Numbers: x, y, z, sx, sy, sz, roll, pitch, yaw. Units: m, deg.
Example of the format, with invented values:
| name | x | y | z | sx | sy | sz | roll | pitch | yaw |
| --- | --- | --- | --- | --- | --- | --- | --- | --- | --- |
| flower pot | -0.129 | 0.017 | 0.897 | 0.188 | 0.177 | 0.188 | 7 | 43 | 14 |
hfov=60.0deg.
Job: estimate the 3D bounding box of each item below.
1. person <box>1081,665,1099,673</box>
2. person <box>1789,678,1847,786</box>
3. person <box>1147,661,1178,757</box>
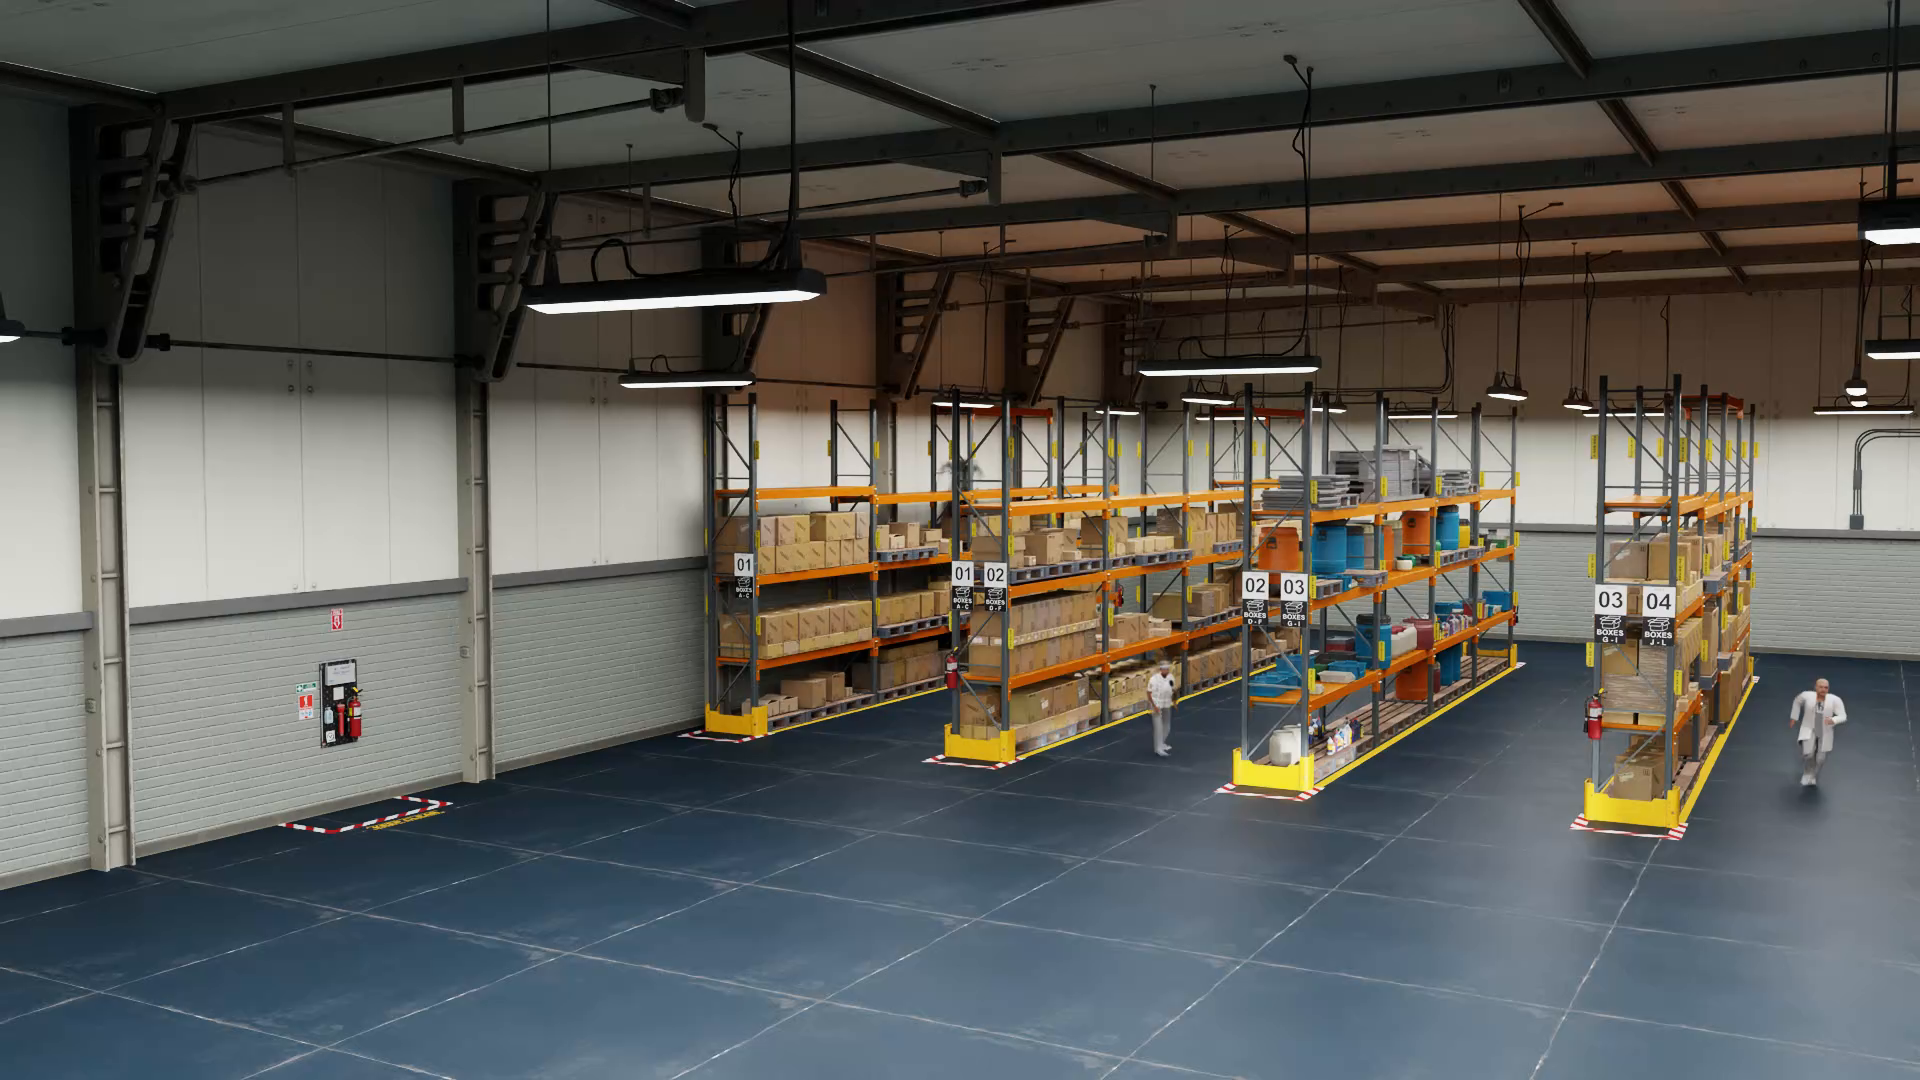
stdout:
| name | x | y | z | sx | sy | sz | roll | pitch | yaw |
| --- | --- | --- | --- | --- | --- | --- | --- | --- | --- |
| person | 2.763 | 2.255 | 34.707 | 0.739 | 1.719 | 0.652 | -3 | 4 | -44 |
| person | 12.629 | 2.836 | 24.491 | 0.691 | 1.648 | 1.016 | 1 | 3 | 20 |
| person | 3.294 | 2.741 | 27.296 | 0.593 | 1.622 | 0.783 | -1 | 3 | -20 |
